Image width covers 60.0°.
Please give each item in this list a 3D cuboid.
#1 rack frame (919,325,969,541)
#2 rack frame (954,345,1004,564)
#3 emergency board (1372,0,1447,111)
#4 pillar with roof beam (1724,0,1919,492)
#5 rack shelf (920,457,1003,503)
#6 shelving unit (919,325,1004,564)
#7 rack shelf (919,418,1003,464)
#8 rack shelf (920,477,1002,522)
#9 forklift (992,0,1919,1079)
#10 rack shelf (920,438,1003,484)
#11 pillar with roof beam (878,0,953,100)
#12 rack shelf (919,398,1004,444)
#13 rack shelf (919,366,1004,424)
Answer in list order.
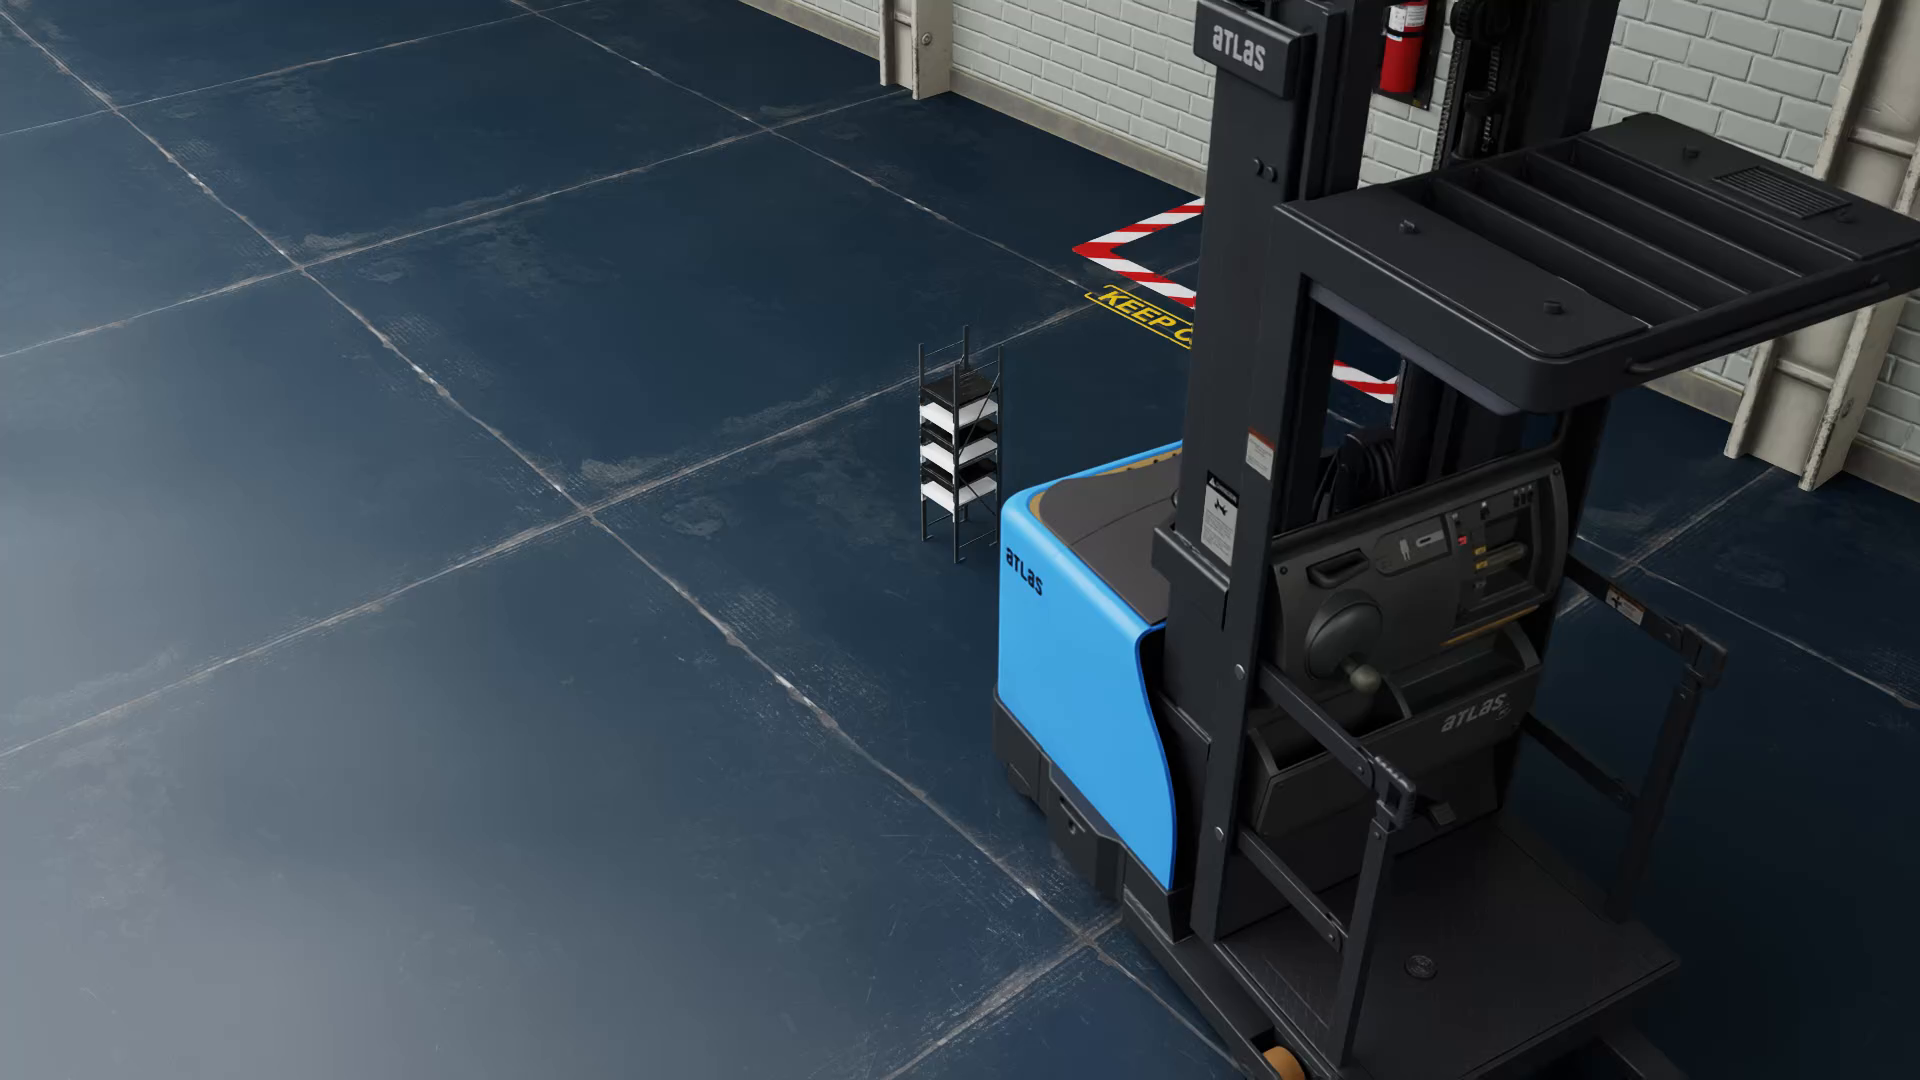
[{"bbox_3d":[-0.060,-0.409,6.548,0.240,0.900,0.006,-26,43,-32],"label":"rack frame"},{"bbox_3d":[0.071,-0.319,6.421,0.240,0.900,0.006,-26,43,-32],"label":"rack frame"},{"bbox_3d":[2.021,-2.676,7.933,0.194,1.169,0.643,-26,43,-32],"label":"emergency board"},{"bbox_3d":[0.298,-2.413,2.372,9.100,9.000,0.400,-26,43,-32],"label":"pillar with roof beam"},{"bbox_3d":[0.005,-0.263,6.556,0.258,0.077,0.200,-26,43,-32],"label":"rack shelf"},{"bbox_3d":[0.005,-0.364,6.485,0.258,0.900,0.210,-26,43,-32],"label":"shelving unit"},{"bbox_3d":[0.005,-0.410,6.452,0.258,0.077,0.200,-26,43,-32],"label":"rack shelf"},{"bbox_3d":[0.005,-0.190,6.608,0.258,0.077,0.200,-26,43,-32],"label":"rack shelf"},{"bbox_3d":[1.266,0.153,3.998,1.130,2.935,3.031,-18,39,-23],"label":"forklift"},{"bbox_3d":[0.005,-0.336,6.504,0.258,0.077,0.200,-26,43,-32],"label":"rack shelf"},{"bbox_3d":[-3.574,-5.062,6.112,9.100,9.000,0.400,-26,43,-32],"label":"pillar with roof beam"},{"bbox_3d":[0.005,-0.483,6.400,0.258,0.077,0.200,-26,43,-32],"label":"rack shelf"},{"bbox_3d":[0.005,-0.557,6.348,0.258,0.077,0.200,-26,43,-32],"label":"rack shelf"}]
